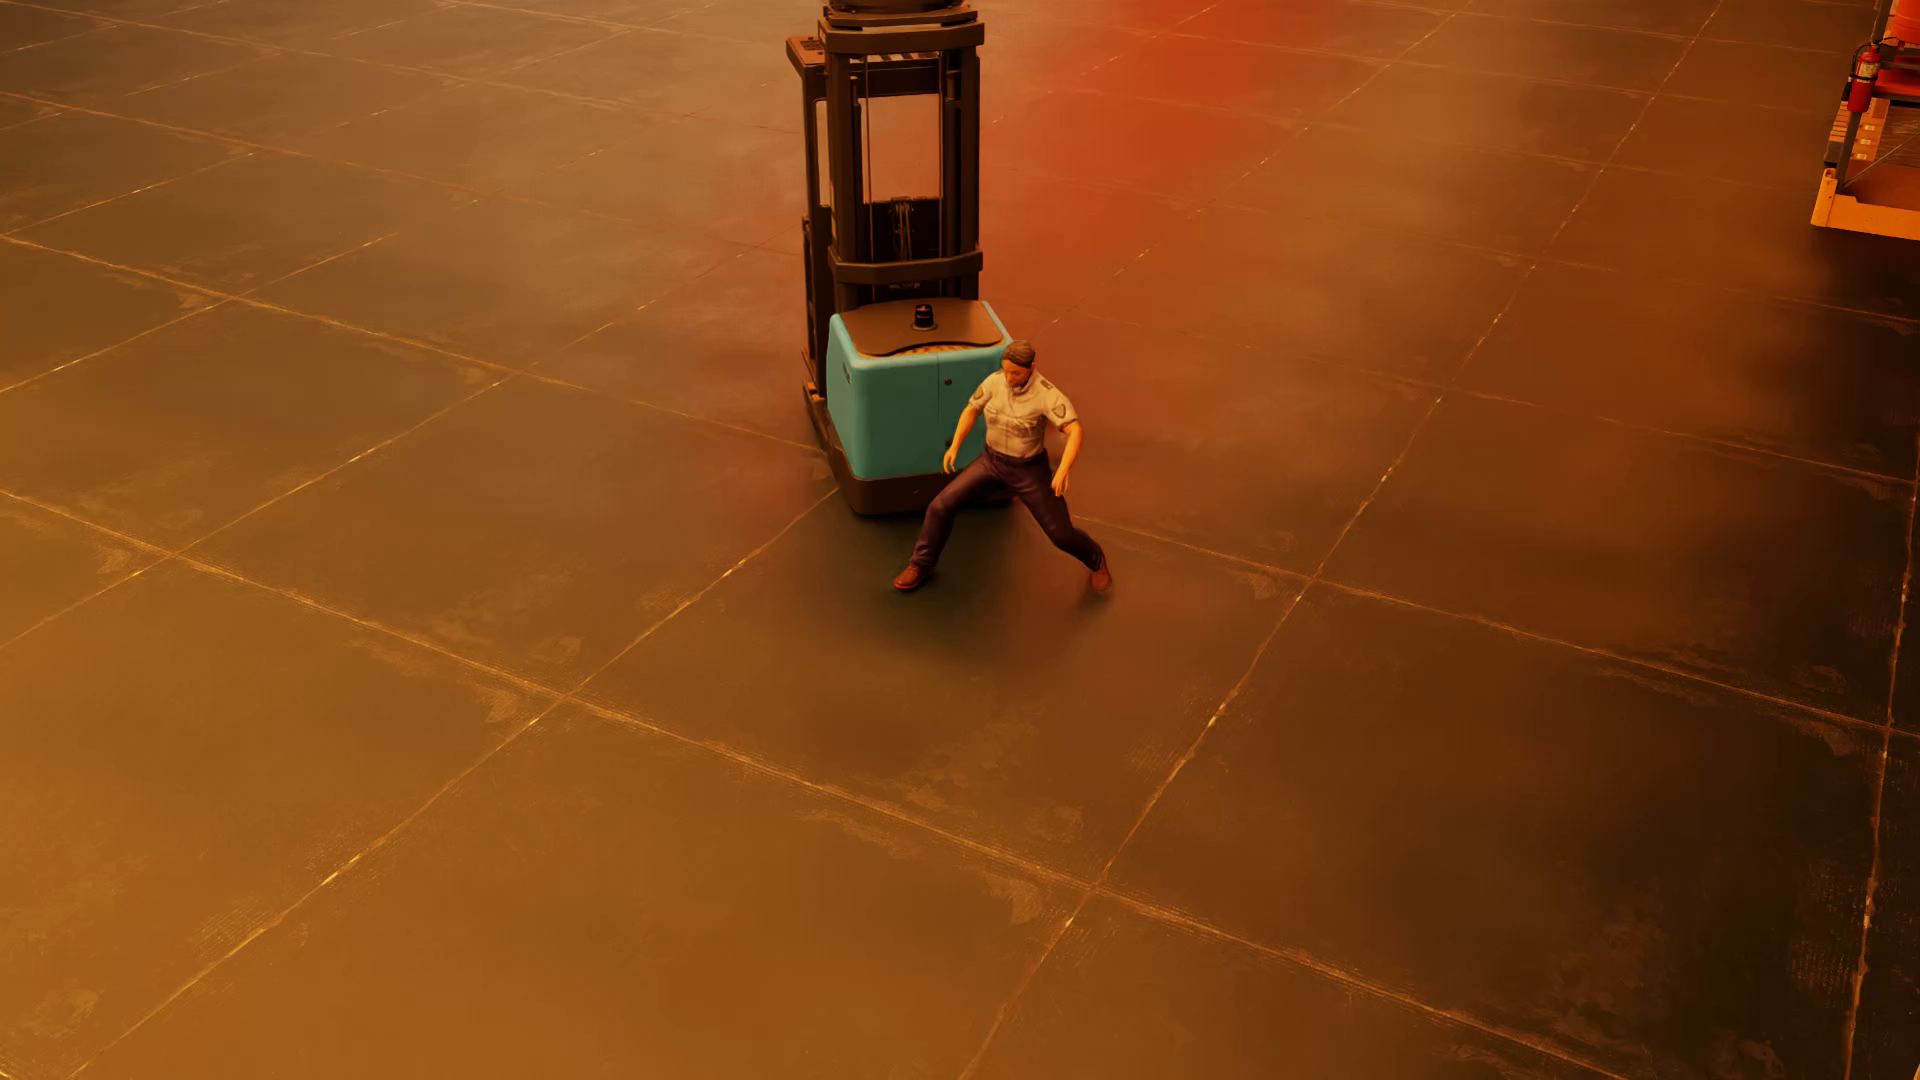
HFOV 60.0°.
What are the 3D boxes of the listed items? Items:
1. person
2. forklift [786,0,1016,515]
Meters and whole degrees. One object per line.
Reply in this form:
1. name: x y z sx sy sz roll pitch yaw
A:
1. person: 0.278 -0.378 9.229 1.013 1.504 0.948 18 35 29
2. forklift: -0.476 -2.144 10.786 1.130 2.935 3.031 -7 31 -12
